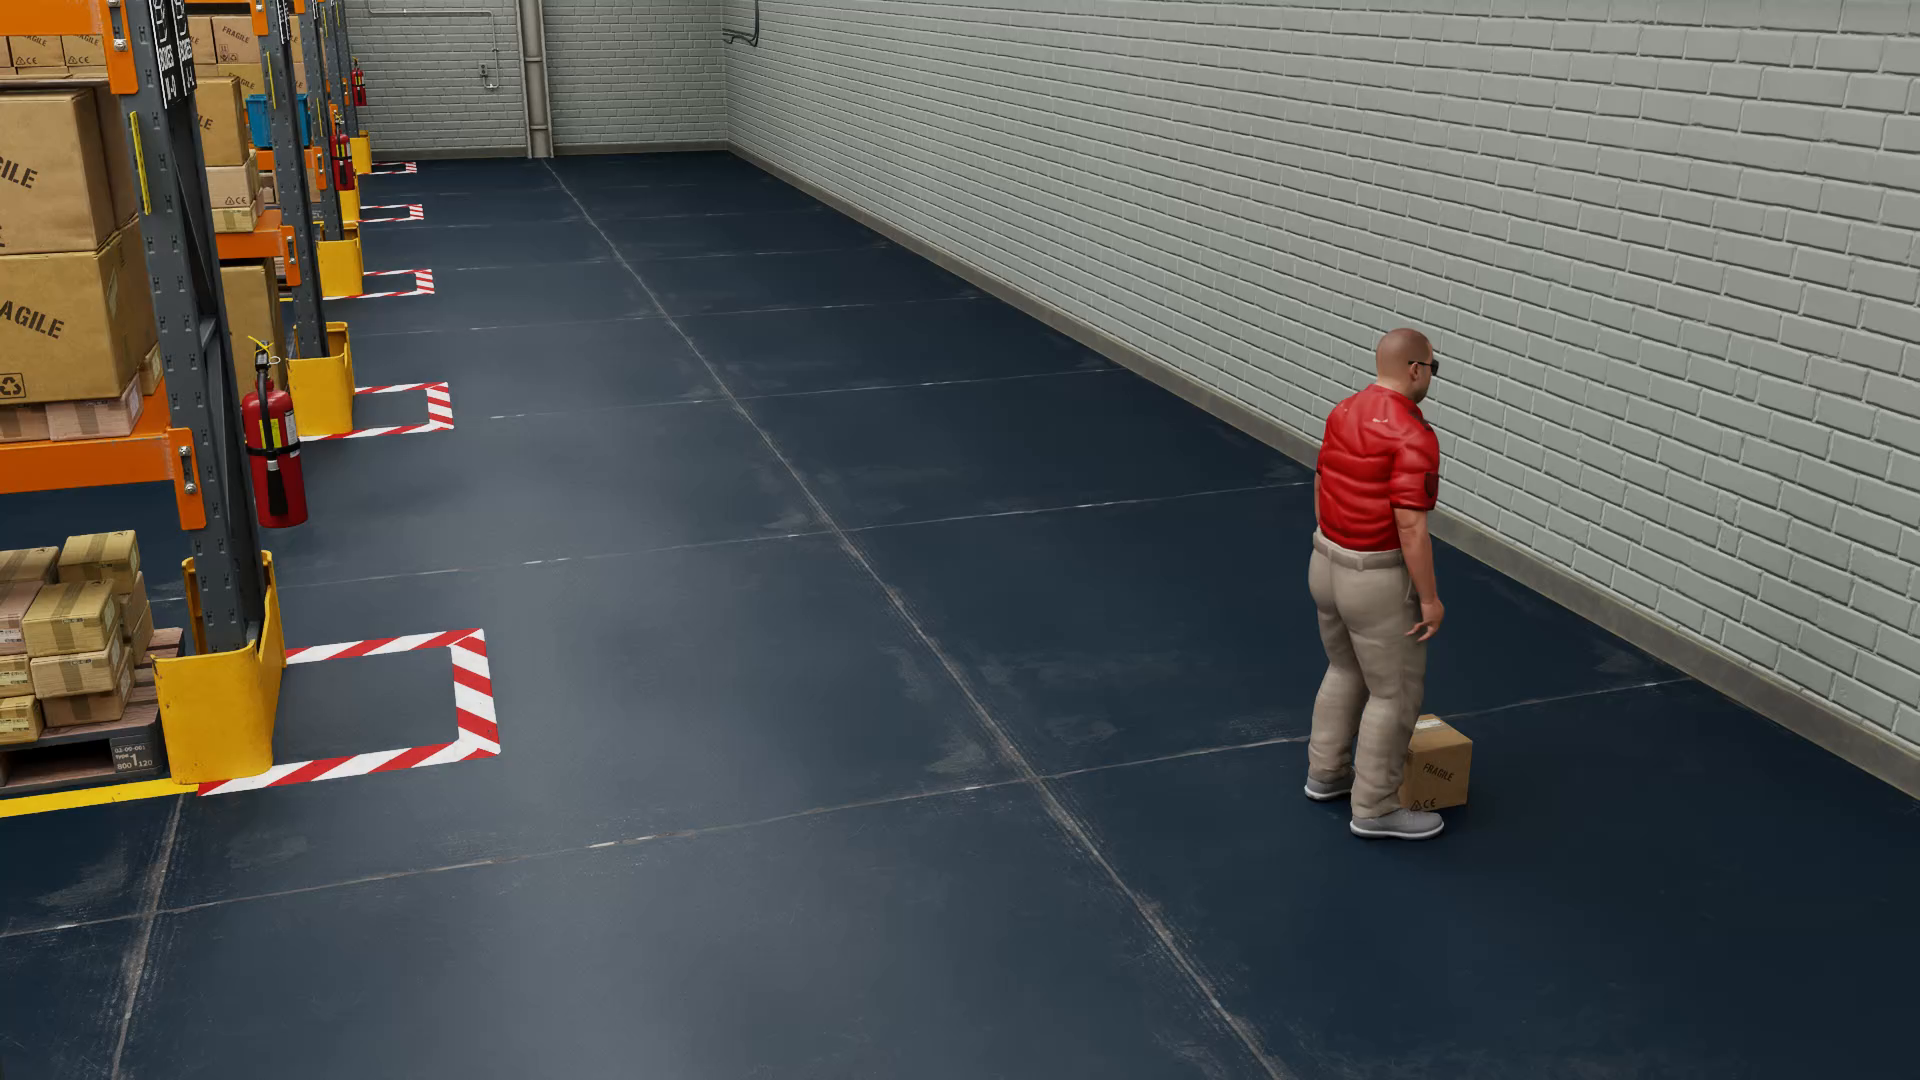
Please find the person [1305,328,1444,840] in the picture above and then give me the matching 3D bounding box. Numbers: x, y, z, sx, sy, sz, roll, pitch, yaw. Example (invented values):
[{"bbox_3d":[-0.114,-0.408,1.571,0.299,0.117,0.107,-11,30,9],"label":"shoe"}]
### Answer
[{"bbox_3d":[1.419,0.138,5.687,0.385,1.728,0.605,-7,20,-20],"label":"person"}]
